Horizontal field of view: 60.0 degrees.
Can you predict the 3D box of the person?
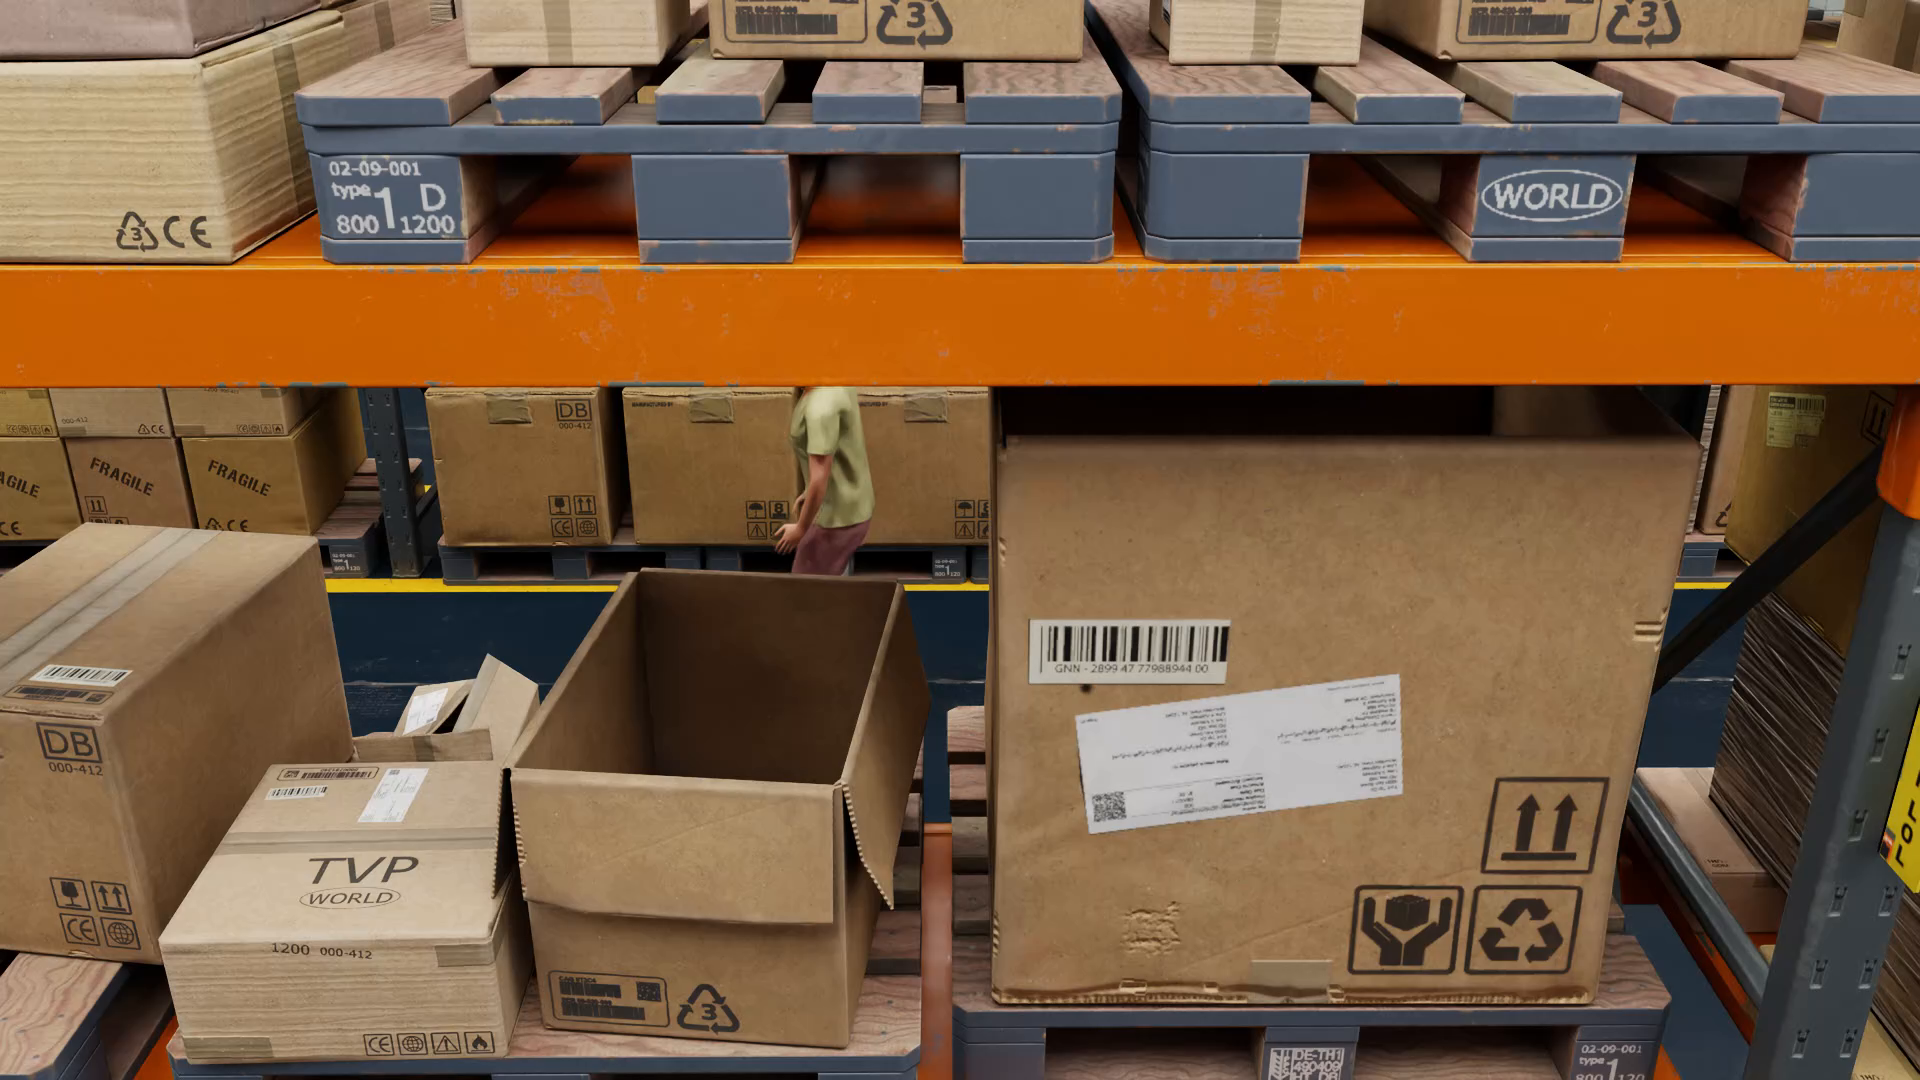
[{"bbox_3d":[-0.555,-0.043,6.405,0.533,1.515,0.498,0,24,0],"label":"person"}]
